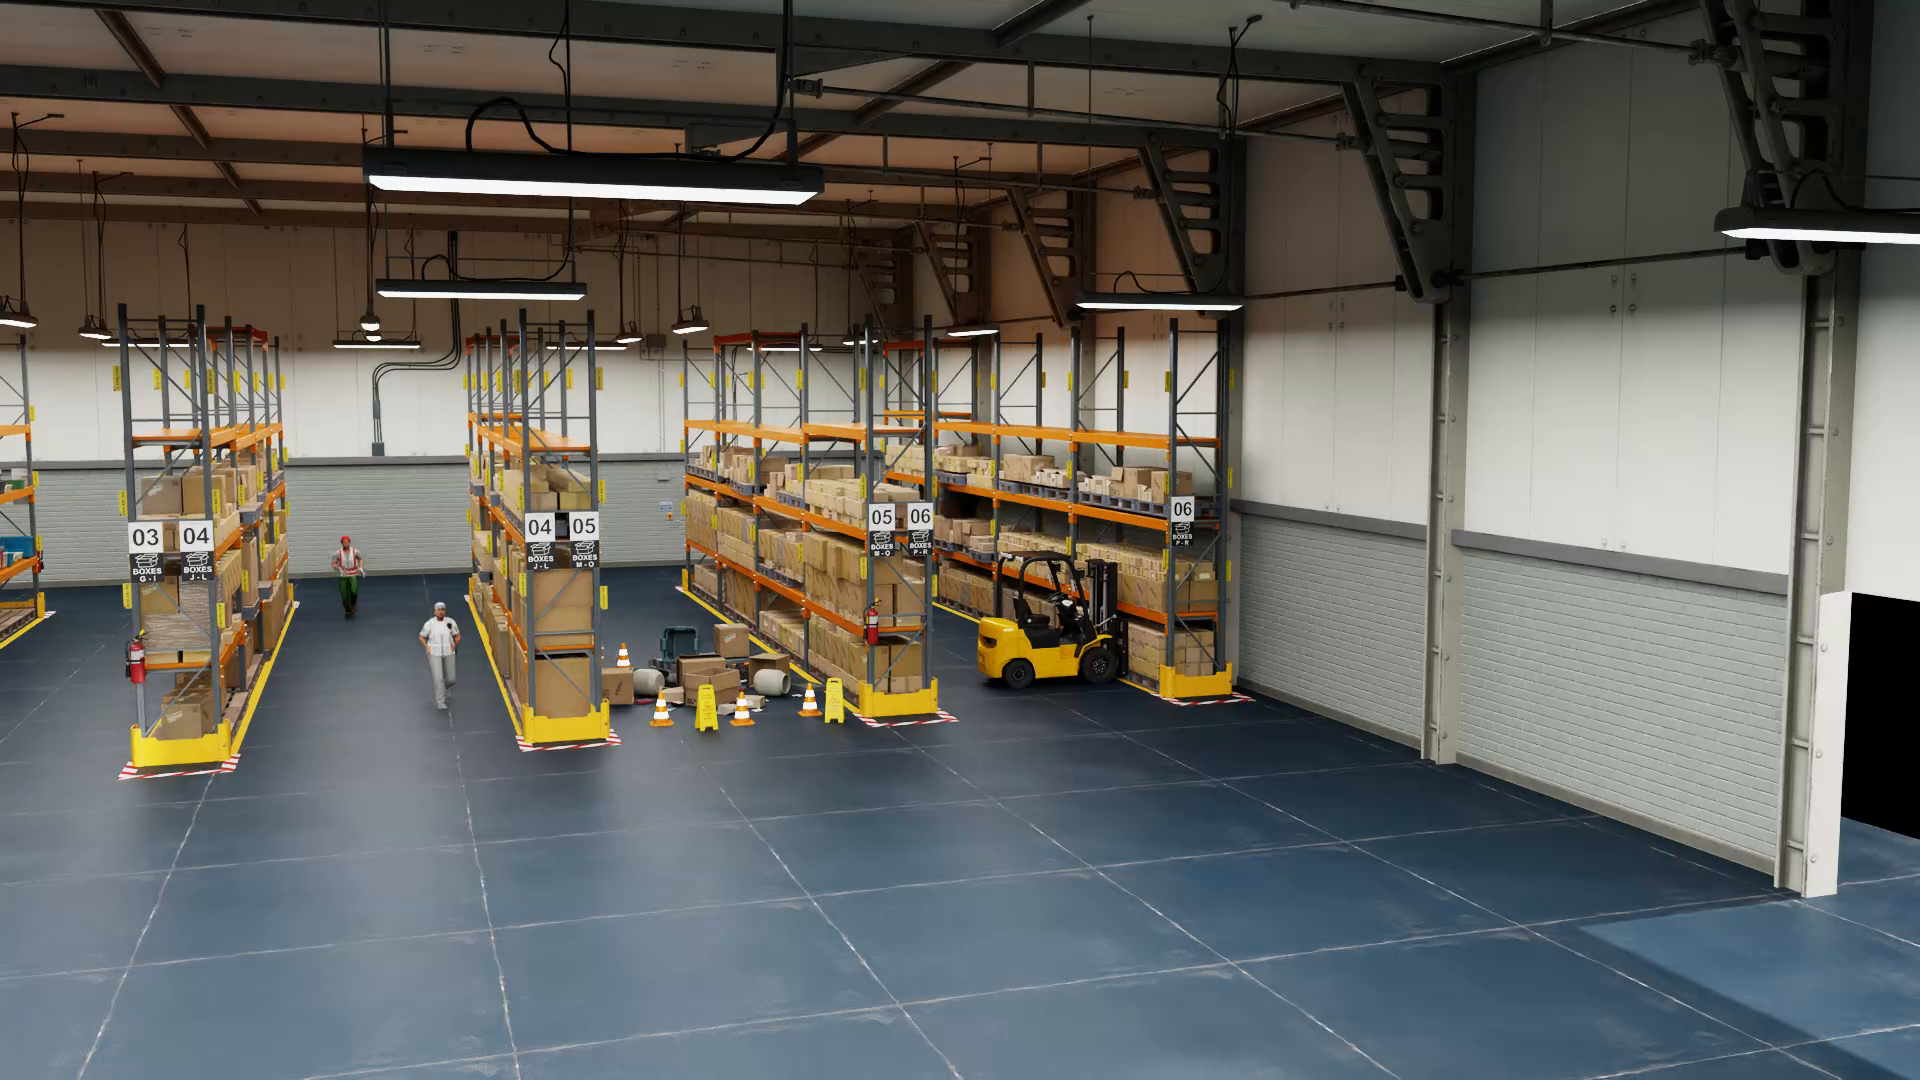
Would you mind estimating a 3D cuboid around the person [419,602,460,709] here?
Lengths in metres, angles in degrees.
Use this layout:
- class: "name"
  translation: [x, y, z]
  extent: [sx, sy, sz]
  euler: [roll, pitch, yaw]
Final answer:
- class: "person"
  translation: [-8.012, 1.765, 25.654]
  extent: [0.611, 1.619, 0.652]
  euler: [-2, 6, -25]

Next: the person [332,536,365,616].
- class: "person"
  translation: [-12.978, 0.772, 35.299]
  extent: [0.655, 1.737, 0.710]
  euler: [-2, 6, -21]
